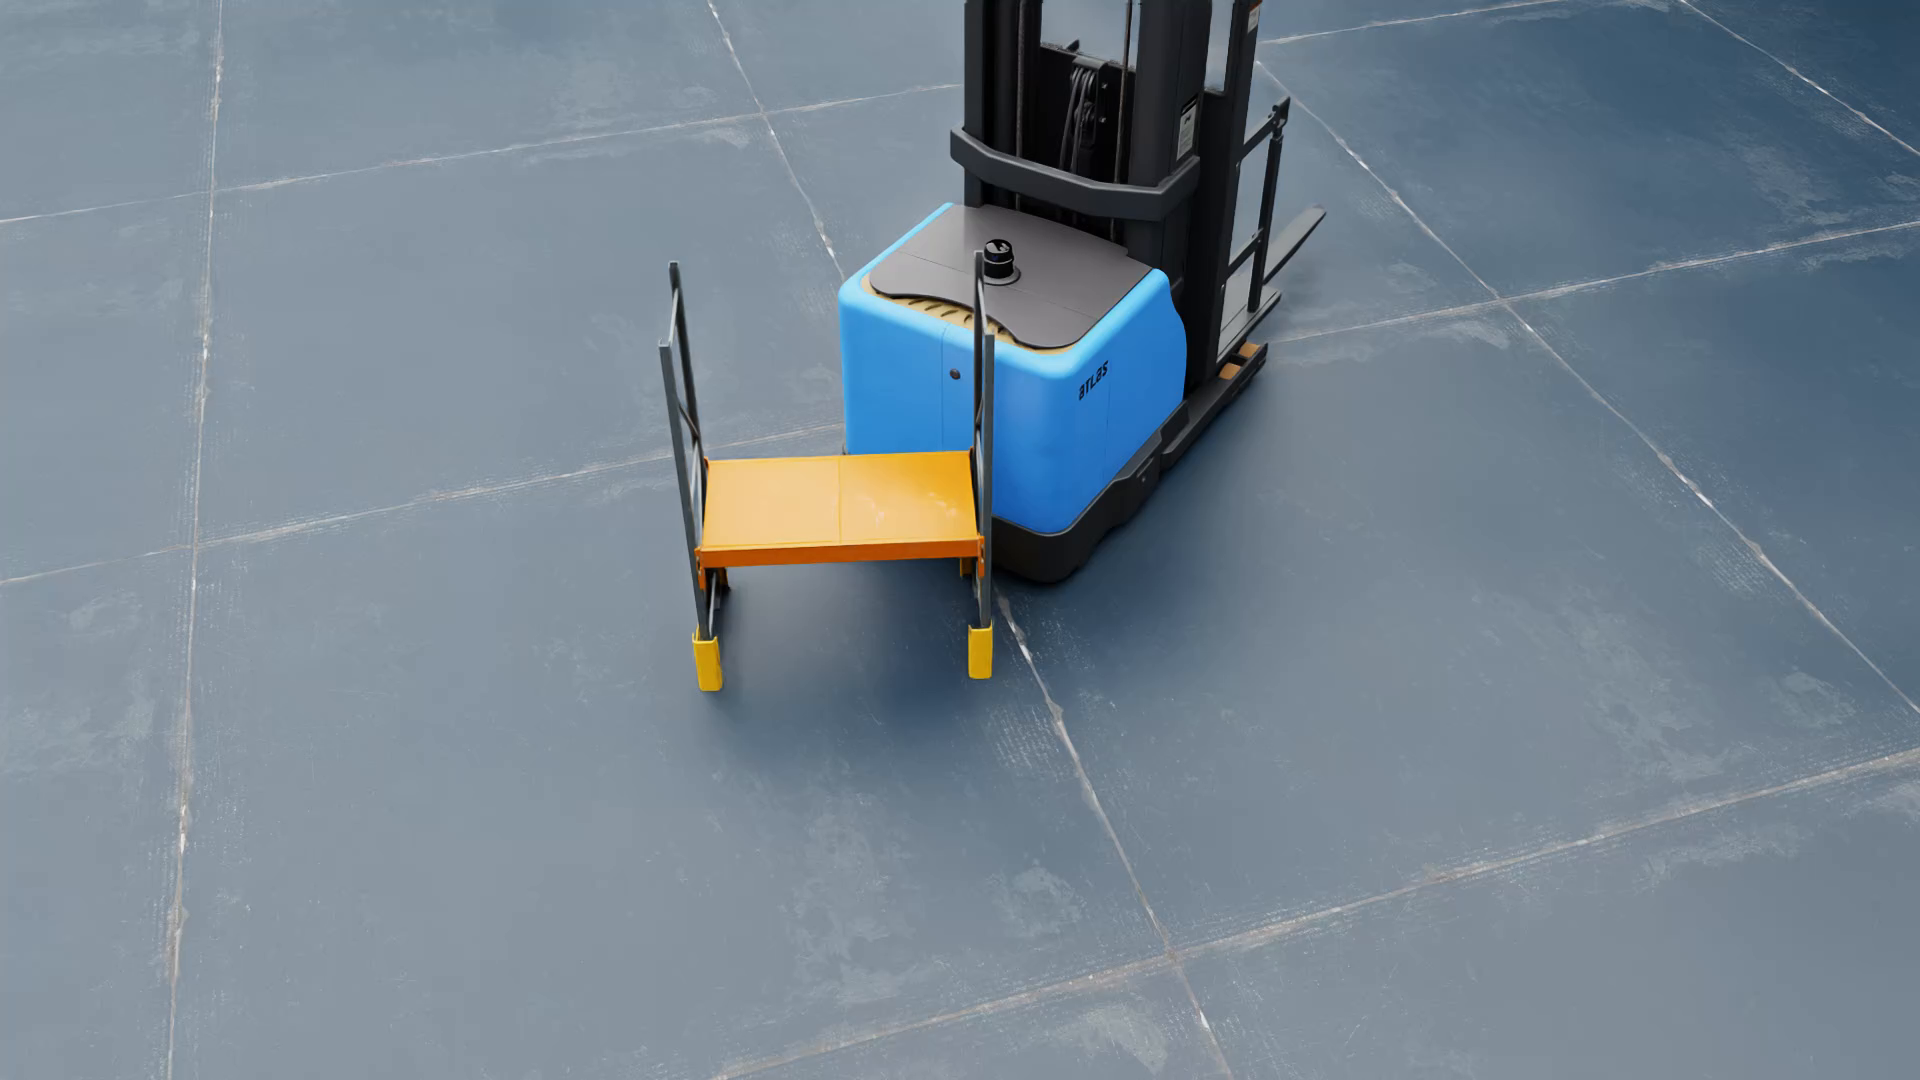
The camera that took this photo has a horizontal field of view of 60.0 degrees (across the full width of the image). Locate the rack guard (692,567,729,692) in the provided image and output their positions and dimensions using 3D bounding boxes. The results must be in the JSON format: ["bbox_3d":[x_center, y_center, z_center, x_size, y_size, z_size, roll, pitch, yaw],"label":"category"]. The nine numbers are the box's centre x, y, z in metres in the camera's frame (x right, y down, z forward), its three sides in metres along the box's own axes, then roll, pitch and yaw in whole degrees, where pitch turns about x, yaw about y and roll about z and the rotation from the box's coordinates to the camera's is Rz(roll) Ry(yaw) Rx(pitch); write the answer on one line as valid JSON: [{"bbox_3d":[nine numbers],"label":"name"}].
[{"bbox_3d":[-0.935,0.270,6.251,0.087,0.250,0.587,-2,41,-3],"label":"rack guard"}]

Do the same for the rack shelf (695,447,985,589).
[{"bbox_3d":[-0.429,-0.087,5.983,1.000,0.185,0.538,-2,41,-3],"label":"rack shelf"}]

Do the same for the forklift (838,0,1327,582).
[{"bbox_3d":[0.742,-1.883,6.677,1.130,2.935,3.031,23,46,24],"label":"forklift"}]

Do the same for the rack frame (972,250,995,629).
[{"bbox_3d":[0.079,-0.243,5.888,0.032,1.500,0.500,-2,41,-3],"label":"rack frame"}]

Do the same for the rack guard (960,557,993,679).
[{"bbox_3d":[0.059,0.228,6.299,0.087,0.250,0.587,-2,41,-3],"label":"rack guard"}]

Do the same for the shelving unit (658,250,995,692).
[{"bbox_3d":[-0.438,-0.222,5.864,1.083,1.500,0.587,-2,41,-3],"label":"shelving unit"}]

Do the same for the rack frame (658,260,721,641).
[{"bbox_3d":[-0.936,-0.201,5.840,0.032,1.500,0.500,-2,41,-3],"label":"rack frame"}]
